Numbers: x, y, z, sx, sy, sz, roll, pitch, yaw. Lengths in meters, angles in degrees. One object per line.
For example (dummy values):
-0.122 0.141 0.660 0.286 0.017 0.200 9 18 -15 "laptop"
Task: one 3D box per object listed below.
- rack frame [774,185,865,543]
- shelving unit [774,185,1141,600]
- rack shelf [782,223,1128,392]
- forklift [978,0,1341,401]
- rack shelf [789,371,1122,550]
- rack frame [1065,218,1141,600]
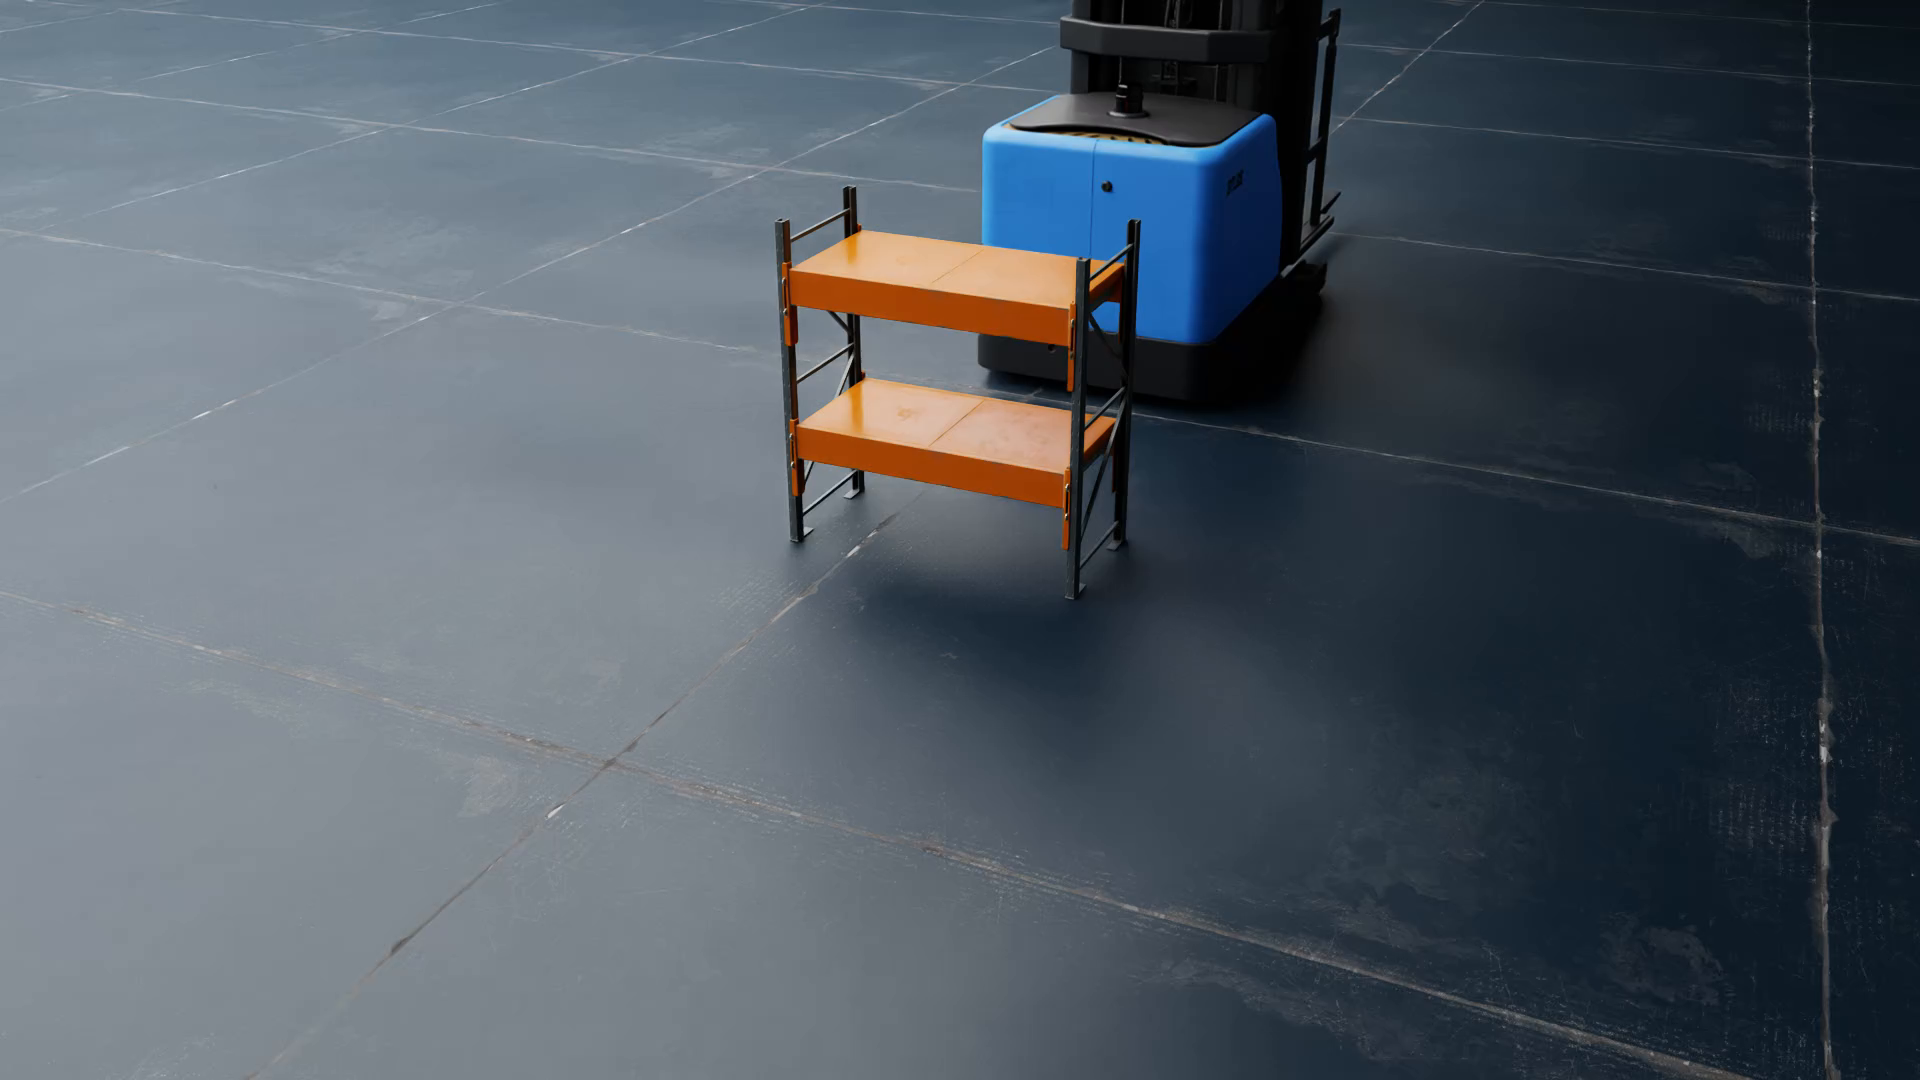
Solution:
-0.469 -0.599 5.693 0.032 1.125 0.500 11 28 22 "rack frame"
-0.006 -0.506 5.504 1.048 1.125 0.538 11 28 22 "shelving unit"
-0.006 -0.768 5.375 1.000 0.278 0.538 11 28 22 "rack shelf"
1.153 -2.501 7.511 1.130 2.935 3.031 12 28 22 "forklift"
-0.006 -0.287 5.612 1.000 0.278 0.538 11 28 22 "rack shelf"
0.457 -0.413 5.315 0.032 1.125 0.500 11 28 22 "rack frame"
